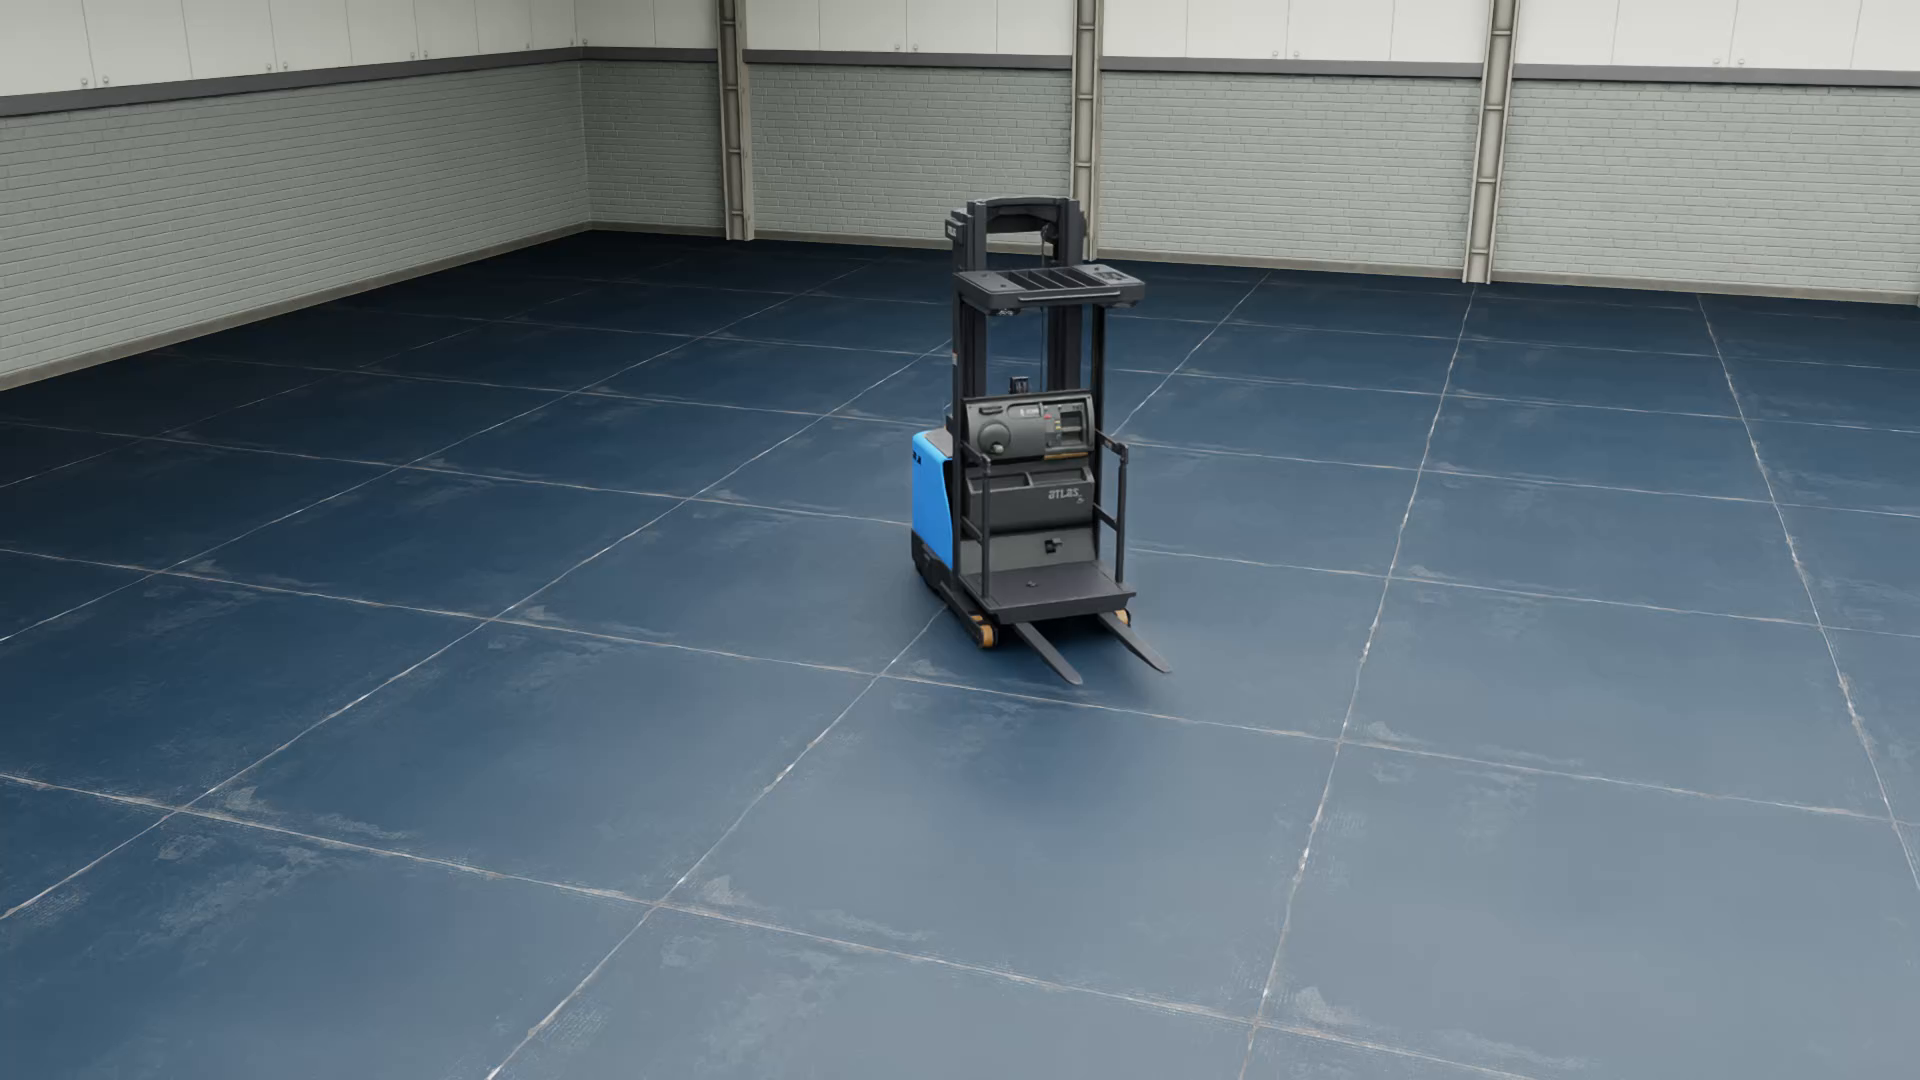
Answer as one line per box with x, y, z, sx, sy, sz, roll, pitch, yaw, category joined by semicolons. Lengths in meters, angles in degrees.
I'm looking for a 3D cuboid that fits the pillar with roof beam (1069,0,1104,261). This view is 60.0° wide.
0.533;-7.370;21.049;0.400;9.000;9.100;7;20;18;pillar with roof beam

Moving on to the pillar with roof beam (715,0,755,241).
-5.135;-8.018;22.908;0.400;9.000;9.100;7;20;18;pillar with roof beam

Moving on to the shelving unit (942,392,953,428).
-0.014;-0.568;13.383;0.189;1.200;0.258;7;20;18;shelving unit

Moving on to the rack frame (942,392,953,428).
-0.100;-0.578;13.412;0.006;1.200;0.240;7;20;18;rack frame

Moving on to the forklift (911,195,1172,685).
0.560;-0.784;11.374;1.130;2.935;3.031;-6;20;-17;forklift

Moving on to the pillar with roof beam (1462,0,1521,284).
6.201;-6.722;19.189;0.400;9.000;9.100;7;20;18;pillar with roof beam

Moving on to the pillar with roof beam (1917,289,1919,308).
11.868;-6.074;17.330;0.400;9.000;9.100;7;20;18;pillar with roof beam
